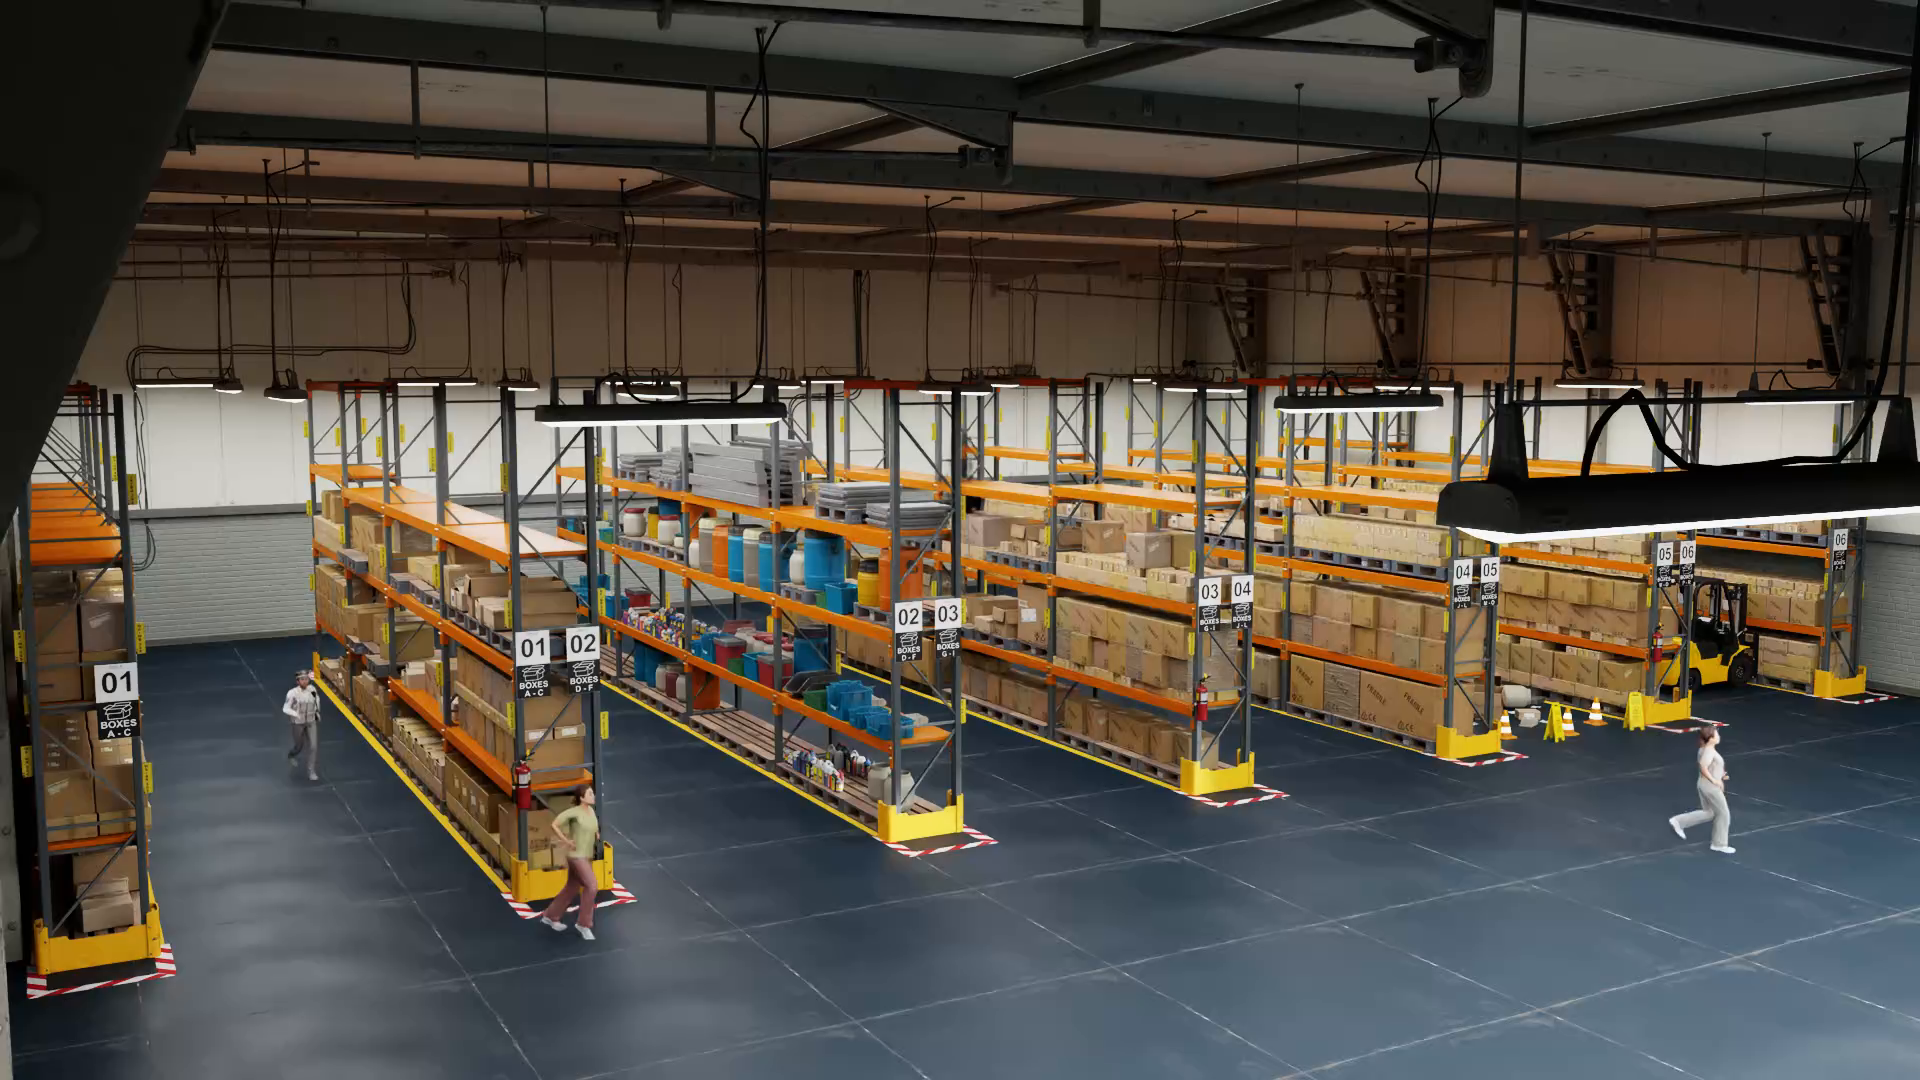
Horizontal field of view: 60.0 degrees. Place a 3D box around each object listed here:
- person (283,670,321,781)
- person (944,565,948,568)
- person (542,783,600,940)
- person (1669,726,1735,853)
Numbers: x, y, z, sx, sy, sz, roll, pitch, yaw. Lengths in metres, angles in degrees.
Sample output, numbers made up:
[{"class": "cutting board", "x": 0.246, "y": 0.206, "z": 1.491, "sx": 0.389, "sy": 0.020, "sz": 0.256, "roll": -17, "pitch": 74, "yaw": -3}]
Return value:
[{"class": "person", "x": -10.058, "y": 2.792, "z": 25.450, "sx": 0.600, "sy": 1.681, "sz": 0.892, "roll": -5, "pitch": 8, "yaw": -40}, {"class": "person", "x": -0.465, "y": 1.393, "z": 38.856, "sx": 0.598, "sy": 1.630, "sz": 0.546, "roll": -3, "pitch": 7, "yaw": -26}, {"class": "person", "x": -4.285, "y": 3.560, "z": 18.540, "sx": 0.659, "sy": 1.724, "sz": 0.566, "roll": 1, "pitch": 6, "yaw": 12}, {"class": "person", "x": 9.666, "y": 3.233, "z": 21.566, "sx": 0.818, "sy": 1.660, "sz": 0.566, "roll": 1, "pitch": 6, "yaw": 8}]
